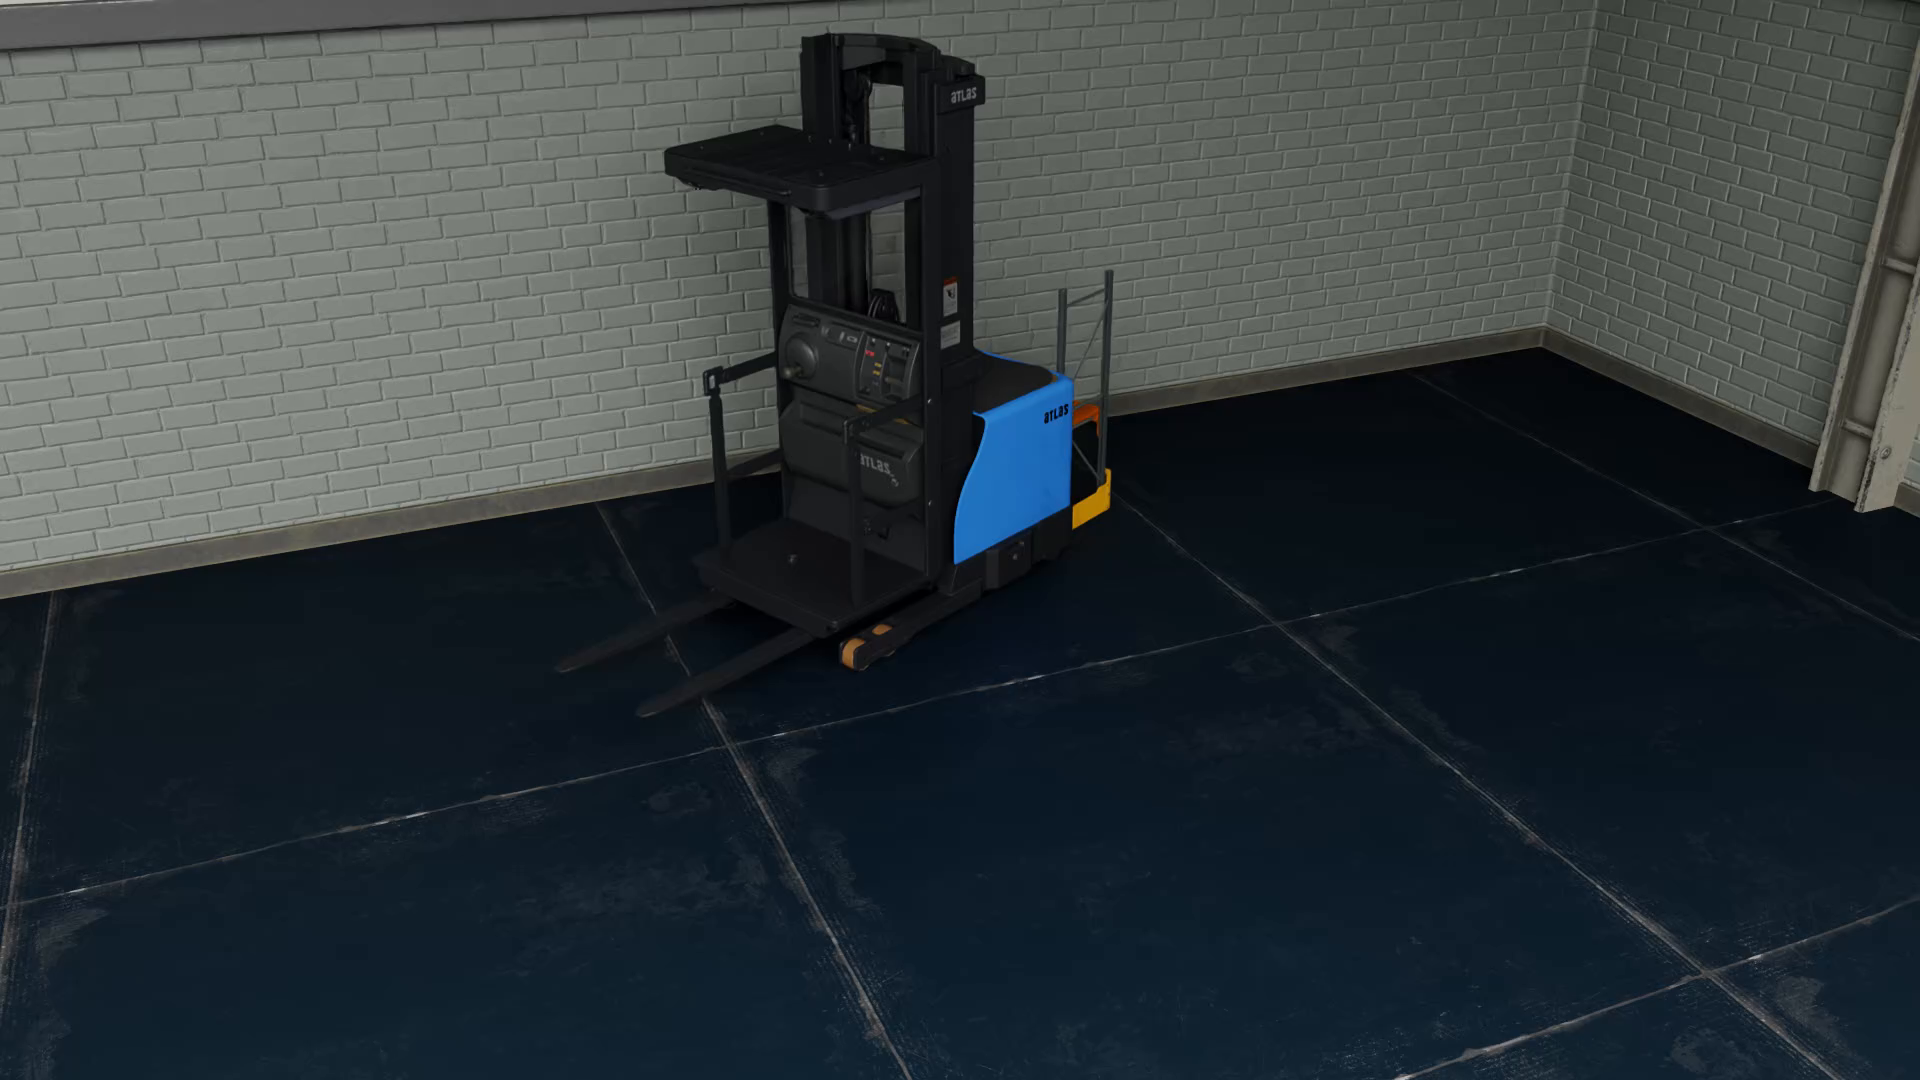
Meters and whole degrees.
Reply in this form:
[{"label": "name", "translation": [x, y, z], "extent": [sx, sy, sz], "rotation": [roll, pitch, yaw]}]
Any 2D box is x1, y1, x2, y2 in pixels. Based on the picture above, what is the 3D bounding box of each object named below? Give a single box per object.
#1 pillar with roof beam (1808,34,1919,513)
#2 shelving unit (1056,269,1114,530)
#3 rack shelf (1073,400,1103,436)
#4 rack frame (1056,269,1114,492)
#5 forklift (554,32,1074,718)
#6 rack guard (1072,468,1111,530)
[{"label": "pillar with roof beam", "translation": [1.565, -3.575, 6.815], "extent": [9.100, 9.000, 0.400], "rotation": [-11, 28, -21]}, {"label": "shelving unit", "translation": [0.319, -0.920, 9.923], "extent": [1.083, 1.500, 0.587], "rotation": [19, 32, 34]}, {"label": "rack shelf", "translation": [0.312, -0.760, 10.007], "extent": [1.000, 0.185, 0.538], "rotation": [19, 32, 34]}, {"label": "rack frame", "translation": [0.709, -0.783, 9.643], "extent": [0.032, 1.500, 0.500], "rotation": [19, 32, 34]}, {"label": "forklift", "translation": [-0.704, -0.905, 8.263], "extent": [1.130, 2.935, 3.031], "rotation": [21, 33, 36]}, {"label": "rack guard", "translation": [0.708, -0.221, 9.918], "extent": [0.087, 0.250, 0.587], "rotation": [19, 32, 34]}]
